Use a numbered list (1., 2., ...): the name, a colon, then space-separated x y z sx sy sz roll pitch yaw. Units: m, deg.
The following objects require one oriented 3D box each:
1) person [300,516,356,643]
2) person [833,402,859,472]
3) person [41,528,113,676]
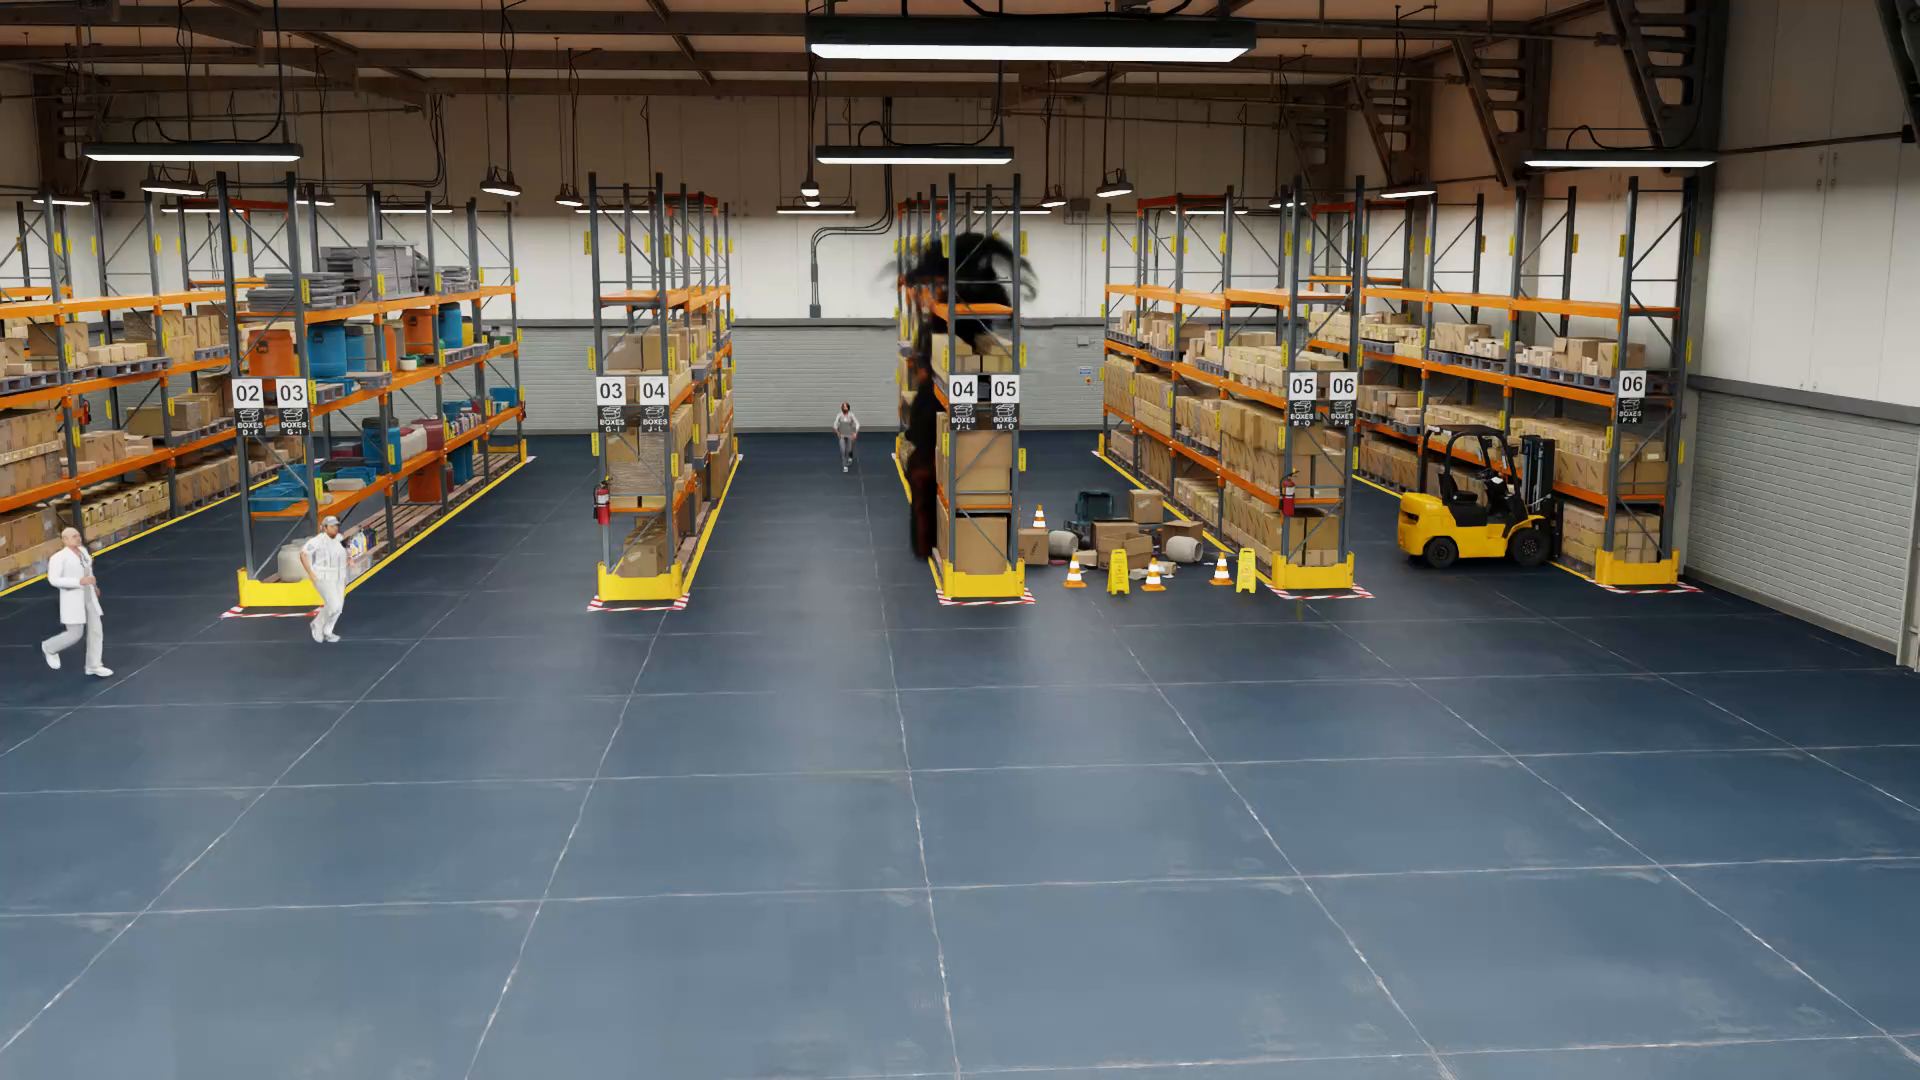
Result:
1. person: -7.984 0.501 21.154 0.636 1.636 0.605 5 11 25
2. person: -2.558 -2.329 37.430 0.581 1.559 0.576 0 10 0
3. person: -10.397 0.719 19.515 0.901 1.753 0.716 3 10 15
